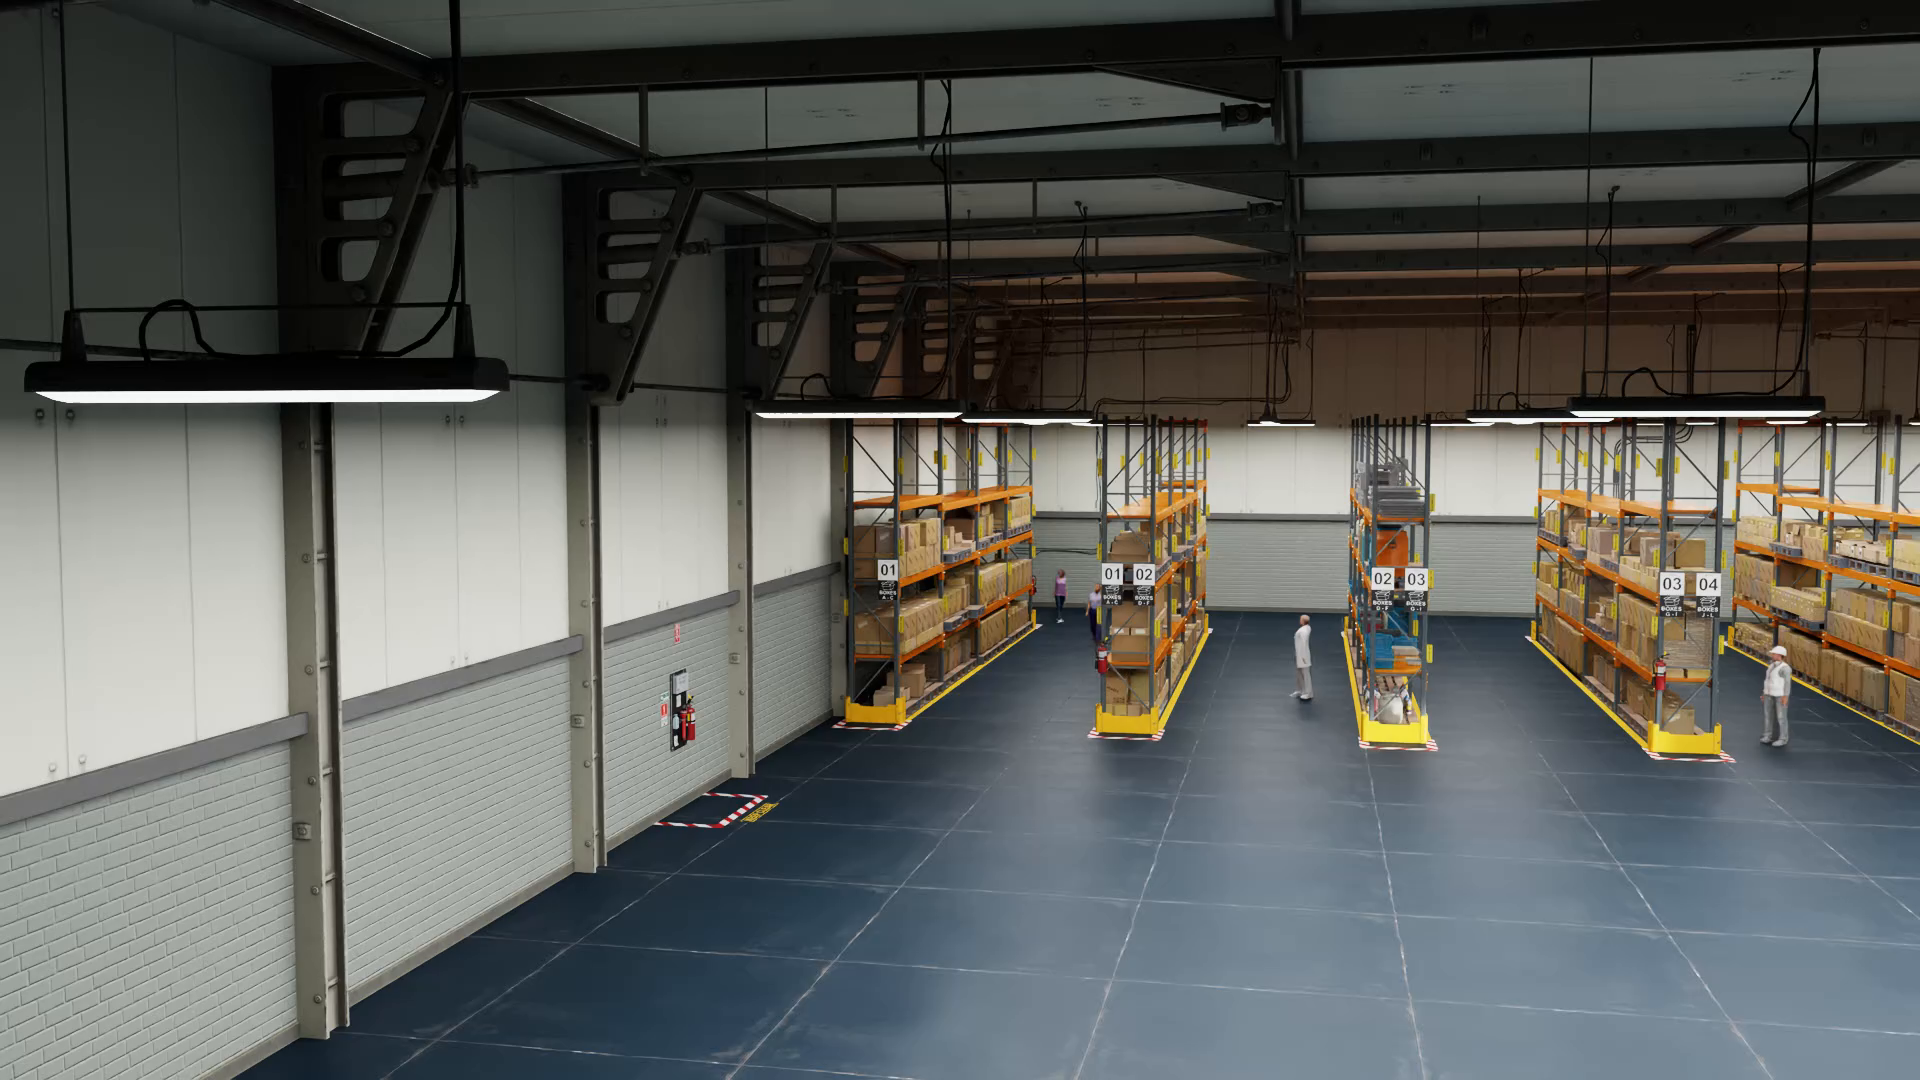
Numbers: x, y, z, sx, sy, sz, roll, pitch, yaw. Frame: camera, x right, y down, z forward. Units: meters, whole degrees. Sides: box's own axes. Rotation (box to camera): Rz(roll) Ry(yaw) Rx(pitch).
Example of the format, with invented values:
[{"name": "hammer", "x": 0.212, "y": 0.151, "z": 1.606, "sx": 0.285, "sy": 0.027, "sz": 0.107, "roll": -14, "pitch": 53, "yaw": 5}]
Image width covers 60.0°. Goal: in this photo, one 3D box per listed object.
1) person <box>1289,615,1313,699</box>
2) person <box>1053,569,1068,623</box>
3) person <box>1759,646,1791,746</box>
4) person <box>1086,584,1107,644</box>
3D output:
[{"name": "person", "x": 7.276, "y": 2.477, "z": 35.384, "sx": 0.488, "sy": 1.806, "sz": 0.750, "roll": 1, "pitch": 4, "yaw": 8}, {"name": "person", "x": 2.969, "y": 1.647, "z": 49.289, "sx": 0.413, "sy": 1.580, "sz": 0.510, "roll": -1, "pitch": 4, "yaw": -17}, {"name": "person", "x": 14.819, "y": 2.816, "z": 30.206, "sx": 0.411, "sy": 1.781, "sz": 0.579, "roll": -2, "pitch": 4, "yaw": -27}, {"name": "person", "x": 3.665, "y": 1.963, "z": 44.501, "sx": 0.541, "sy": 1.599, "sz": 0.929, "roll": 1, "pitch": 4, "yaw": 17}]
